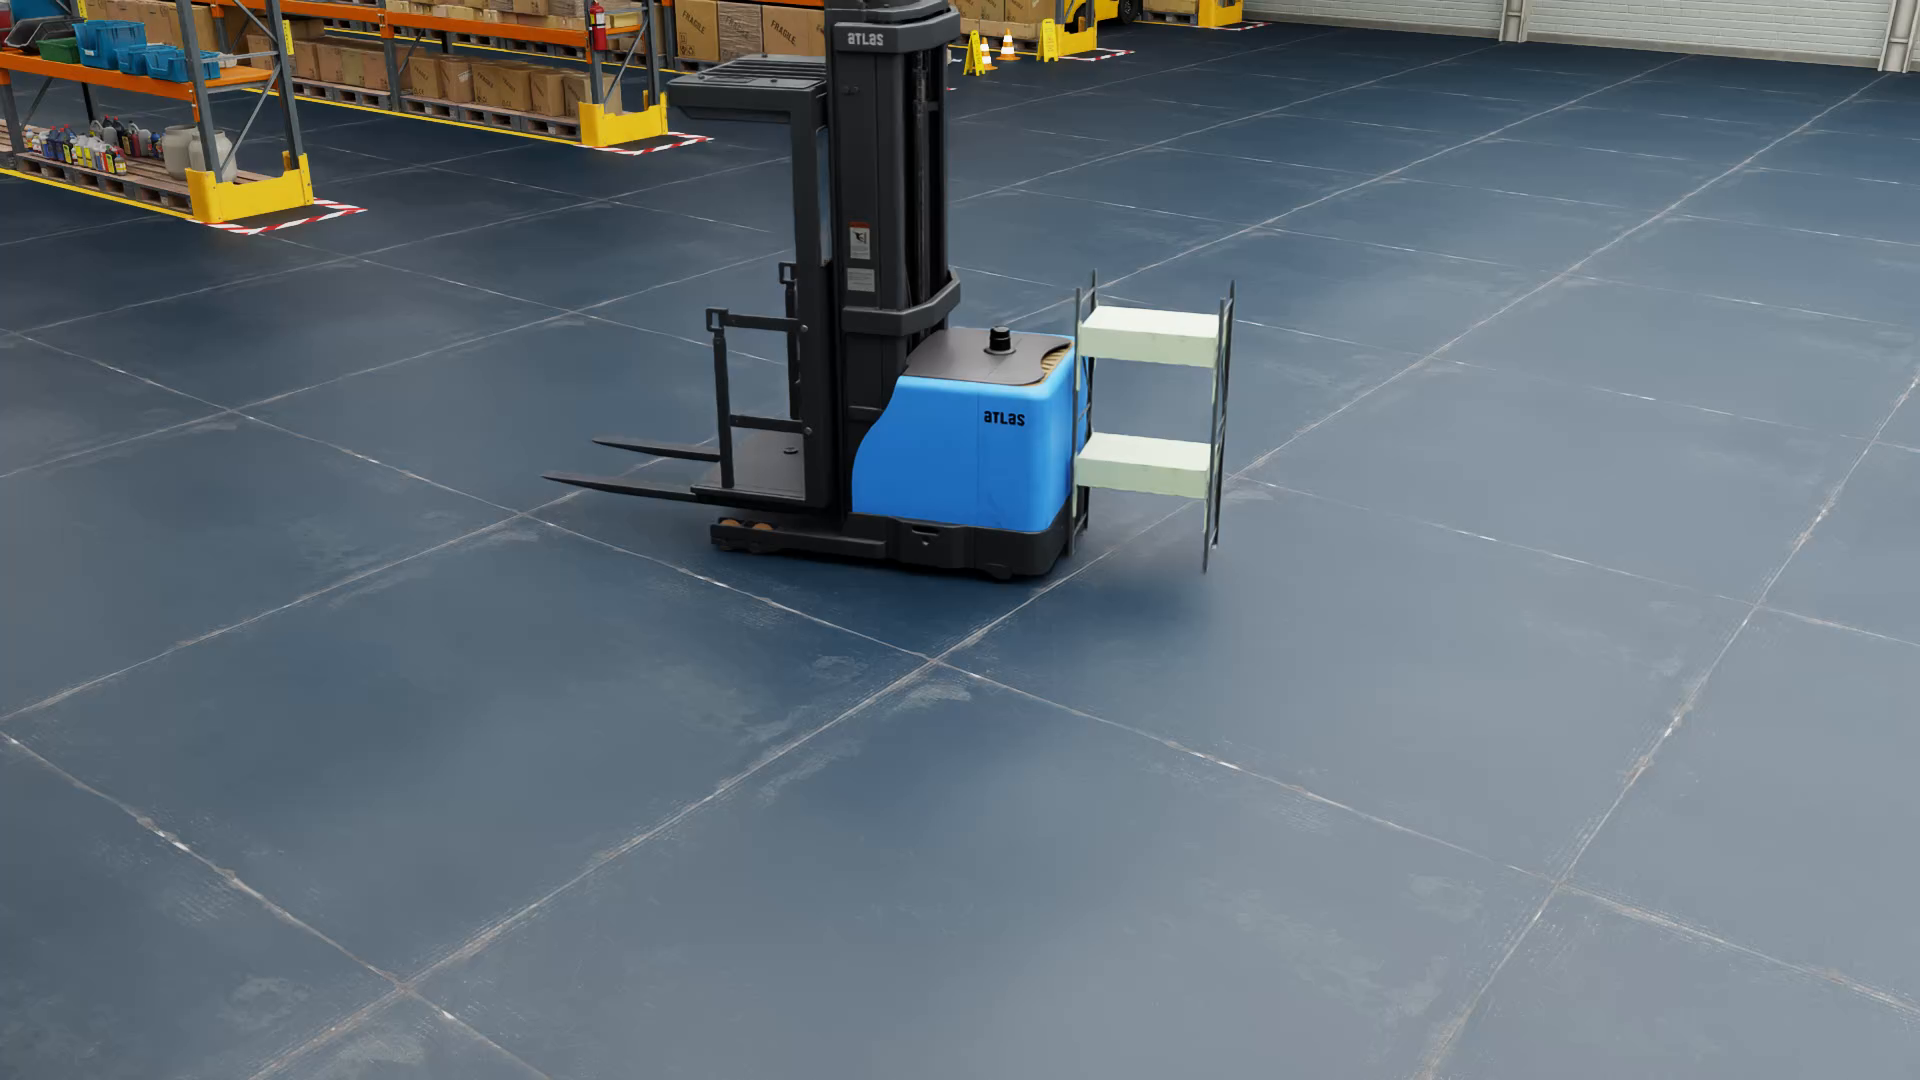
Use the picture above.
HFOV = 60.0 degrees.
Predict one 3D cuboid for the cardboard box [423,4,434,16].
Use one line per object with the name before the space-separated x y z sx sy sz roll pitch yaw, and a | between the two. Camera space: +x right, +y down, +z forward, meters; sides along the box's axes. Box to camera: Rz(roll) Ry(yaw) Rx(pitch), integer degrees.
cardboard box | -6.643 -6.815 21.309 0.250 0.149 0.380 17 29 33

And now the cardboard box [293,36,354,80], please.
cardboard box | -8.993 -6.857 23.647 0.500 0.500 0.700 20 31 38

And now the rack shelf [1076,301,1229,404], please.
rack shelf | 1.007 -0.984 8.655 0.720 0.370 0.431 7 25 15

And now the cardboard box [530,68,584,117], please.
cardboard box | -5.037 -5.624 20.873 0.500 0.500 0.500 -17 29 -34

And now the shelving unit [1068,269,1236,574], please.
shelving unit | 1.007 -0.627 8.812 0.755 1.500 0.431 7 25 15

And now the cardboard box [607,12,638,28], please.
cardboard box | -4.134 -6.316 20.177 0.250 0.149 0.380 17 29 33

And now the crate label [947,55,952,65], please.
crate label | -0.283 -7.590 26.307 0.298 0.136 0.250 3 24 6

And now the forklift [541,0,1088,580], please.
forklift | -0.859 -1.457 8.922 3.031 2.935 1.130 7 25 15

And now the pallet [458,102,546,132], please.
pallet | -5.711 -5.531 21.541 1.213 0.211 1.003 17 29 33

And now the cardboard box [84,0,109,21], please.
cardboard box | -13.127 -8.259 26.388 0.875 0.875 1.225 17 29 33

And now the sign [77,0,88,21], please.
sign | -9.881 -5.956 18.705 0.005 0.325 0.100 17 29 33

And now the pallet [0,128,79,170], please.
pallet | -10.872 -4.556 19.329 1.213 0.211 1.003 17 29 33

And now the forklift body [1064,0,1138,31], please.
forklift body | 2.257 -10.567 30.565 1.214 2.155 2.313 17 29 33

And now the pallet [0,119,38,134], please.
pallet | -11.852 -4.851 19.998 1.213 0.211 1.003 17 29 33

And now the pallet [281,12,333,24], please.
pallet | -12.135 -9.933 31.532 1.213 0.211 1.003 17 29 33

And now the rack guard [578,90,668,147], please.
rack guard | -4.110 -5.160 20.341 0.348 0.500 1.175 17 29 33

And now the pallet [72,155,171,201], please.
pallet | -8.727 -3.908 17.858 1.213 0.211 1.003 17 29 33

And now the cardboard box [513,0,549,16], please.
cardboard box | -4.945 -6.691 20.224 0.500 0.500 0.875 17 29 33

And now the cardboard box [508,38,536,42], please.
cardboard box | -6.962 -8.782 27.731 0.750 0.750 1.050 16 29 33

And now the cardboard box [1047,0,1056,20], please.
cardboard box | 1.396 -9.050 28.028 0.500 0.500 0.500 16 28 32

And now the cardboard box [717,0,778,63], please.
cardboard box | -3.009 -7.657 25.023 0.875 0.875 0.875 17 29 34

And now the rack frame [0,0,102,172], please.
rack frame | -10.220 -5.655 18.364 0.127 3.000 1.000 17 29 33

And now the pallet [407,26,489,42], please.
pallet | -8.991 -9.004 29.425 1.213 0.211 1.003 17 29 33

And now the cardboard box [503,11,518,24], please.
cardboard box | -5.411 -6.470 20.525 0.250 0.149 0.380 17 29 33

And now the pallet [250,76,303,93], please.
pallet | -9.826 -6.754 24.318 1.213 0.211 1.003 17 29 33

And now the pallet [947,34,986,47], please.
pallet | 0.233 -8.728 28.798 1.213 0.211 1.003 17 29 33

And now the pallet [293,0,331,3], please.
pallet | -8.842 -7.667 23.168 1.213 0.211 1.003 17 29 33

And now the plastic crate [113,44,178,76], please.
plastic crate | -8.116 -4.803 16.615 0.408 0.251 0.499 17 29 33

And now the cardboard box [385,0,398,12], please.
cardboard box | -7.258 -6.989 21.703 0.250 0.149 0.380 17 29 33

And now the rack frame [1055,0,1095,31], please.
rack frame | 1.895 -9.483 27.052 0.127 3.000 1.000 17 29 33

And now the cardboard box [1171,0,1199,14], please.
cardboard box | 4.303 -10.031 31.185 0.500 0.250 0.500 17 29 34

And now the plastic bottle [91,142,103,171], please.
plastic bottle | -9.048 -4.048 17.550 0.135 0.276 0.152 16 28 32

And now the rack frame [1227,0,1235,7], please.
rack frame | 4.869 -11.085 30.689 0.127 3.000 1.000 17 29 33

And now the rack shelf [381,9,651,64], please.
rack shelf | -5.649 -6.440 21.038 4.000 0.370 1.077 17 29 33

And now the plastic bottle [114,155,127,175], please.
plastic bottle | -8.752 -3.911 17.331 0.097 0.201 0.097 0 24 0

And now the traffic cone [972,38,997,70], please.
traffic cone | 0.383 -7.569 25.856 0.334 0.463 0.336 17 29 33

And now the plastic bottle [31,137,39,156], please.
plastic bottle | -10.147 -4.332 18.288 0.097 0.201 0.097 0 24 0

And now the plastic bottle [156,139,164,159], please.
plastic bottle | -8.717 -4.278 18.165 0.097 0.201 0.097 0 24 0

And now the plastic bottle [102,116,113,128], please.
plastic bottle | -9.532 -4.581 18.667 0.185 0.351 0.144 16 28 32

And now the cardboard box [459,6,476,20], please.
cardboard box | -6.050 -6.630 20.890 0.250 0.149 0.380 17 29 33

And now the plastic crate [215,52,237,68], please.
plastic crate | -7.543 -4.887 16.948 0.250 0.136 0.298 17 29 33

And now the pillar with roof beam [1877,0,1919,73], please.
pillar with roof beam | 11.872 -9.999 20.783 0.400 9.000 9.100 17 29 33

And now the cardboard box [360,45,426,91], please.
cardboard box | -7.728 -6.466 22.759 0.500 0.500 0.700 14 28 29

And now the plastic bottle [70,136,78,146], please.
plastic bottle | -9.532 -4.209 17.921 0.097 0.271 0.097 0 24 0

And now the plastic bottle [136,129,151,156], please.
plastic bottle | -8.992 -4.382 18.307 0.135 0.276 0.152 17 29 34

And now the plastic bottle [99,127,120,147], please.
plastic bottle | -9.447 -4.447 18.454 0.135 0.276 0.152 17 29 33

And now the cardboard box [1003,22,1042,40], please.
cardboard box | 1.067 -8.531 27.782 0.500 0.250 0.500 17 29 33

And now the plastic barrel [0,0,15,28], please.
plastic barrel | -10.854 -6.019 19.022 0.433 0.535 0.433 0 24 0

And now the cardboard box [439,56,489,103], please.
cardboard box | -6.491 -6.055 21.852 0.500 0.500 0.500 -16 28 -31

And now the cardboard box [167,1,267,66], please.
cardboard box | -10.990 -7.613 24.924 0.875 0.875 1.225 15 28 31

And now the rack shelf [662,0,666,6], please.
rack shelf | -5.794 -8.983 26.810 4.000 0.370 1.077 17 29 33

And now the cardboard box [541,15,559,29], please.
cardboard box | -4.831 -6.277 20.088 0.250 0.149 0.380 17 29 33

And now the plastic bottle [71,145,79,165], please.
plastic bottle | -9.460 -4.125 17.816 0.097 0.201 0.097 0 24 0

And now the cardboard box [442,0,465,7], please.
cardboard box | -6.087 -7.085 21.117 0.500 0.500 0.875 17 29 33

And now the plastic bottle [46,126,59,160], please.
plastic bottle | -9.823 -4.315 18.062 0.185 0.351 0.144 18 29 35

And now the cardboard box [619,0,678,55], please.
cardboard box | -4.745 -8.112 26.211 0.750 0.750 1.050 17 29 33

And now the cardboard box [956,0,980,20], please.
cardboard box | 0.278 -9.119 28.185 0.500 0.500 0.500 16 28 32

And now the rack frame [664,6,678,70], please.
rack frame | -4.194 -8.829 25.567 0.127 3.000 1.000 17 29 33
